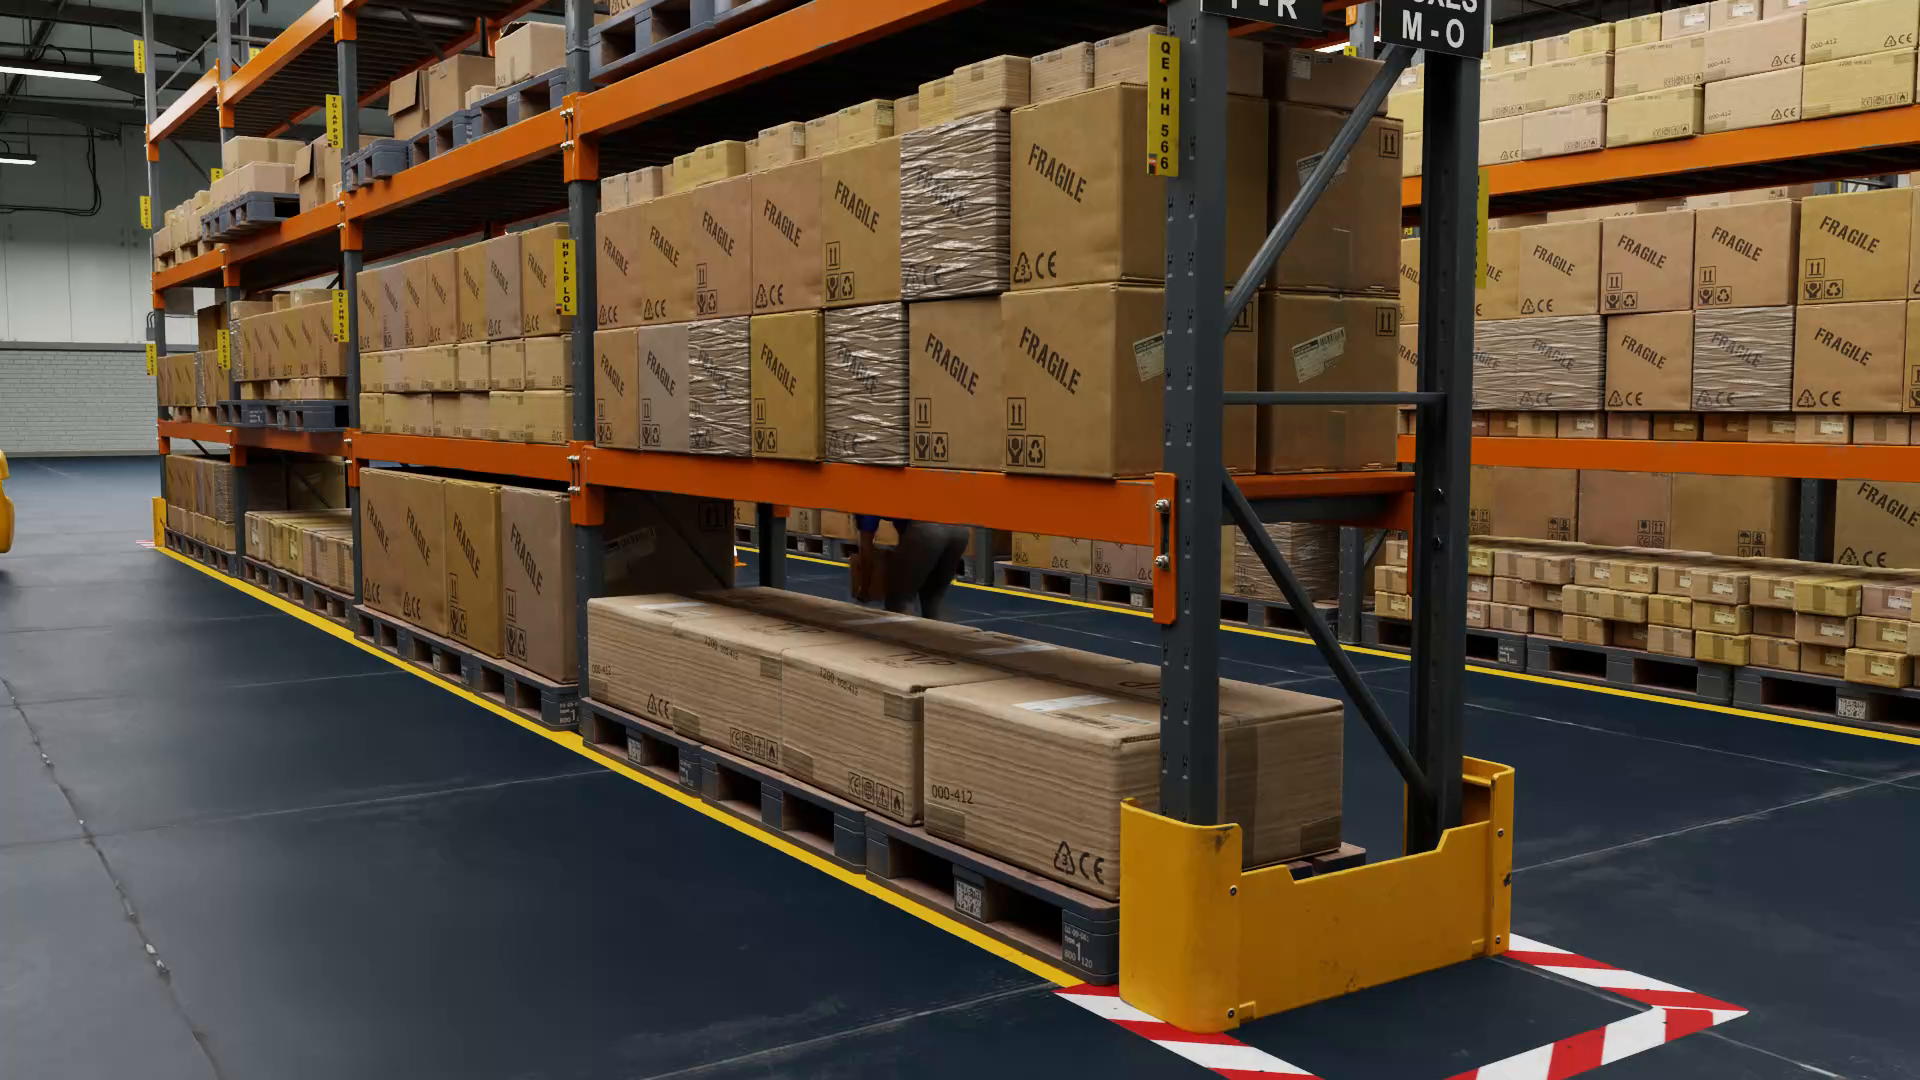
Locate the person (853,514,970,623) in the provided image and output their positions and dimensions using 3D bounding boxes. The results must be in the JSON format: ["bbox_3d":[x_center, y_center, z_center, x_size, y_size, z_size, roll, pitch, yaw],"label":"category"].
[{"bbox_3d":[-0.333,0.149,8.823,0.825,1.251,0.407,4,6,41],"label":"person"}]
